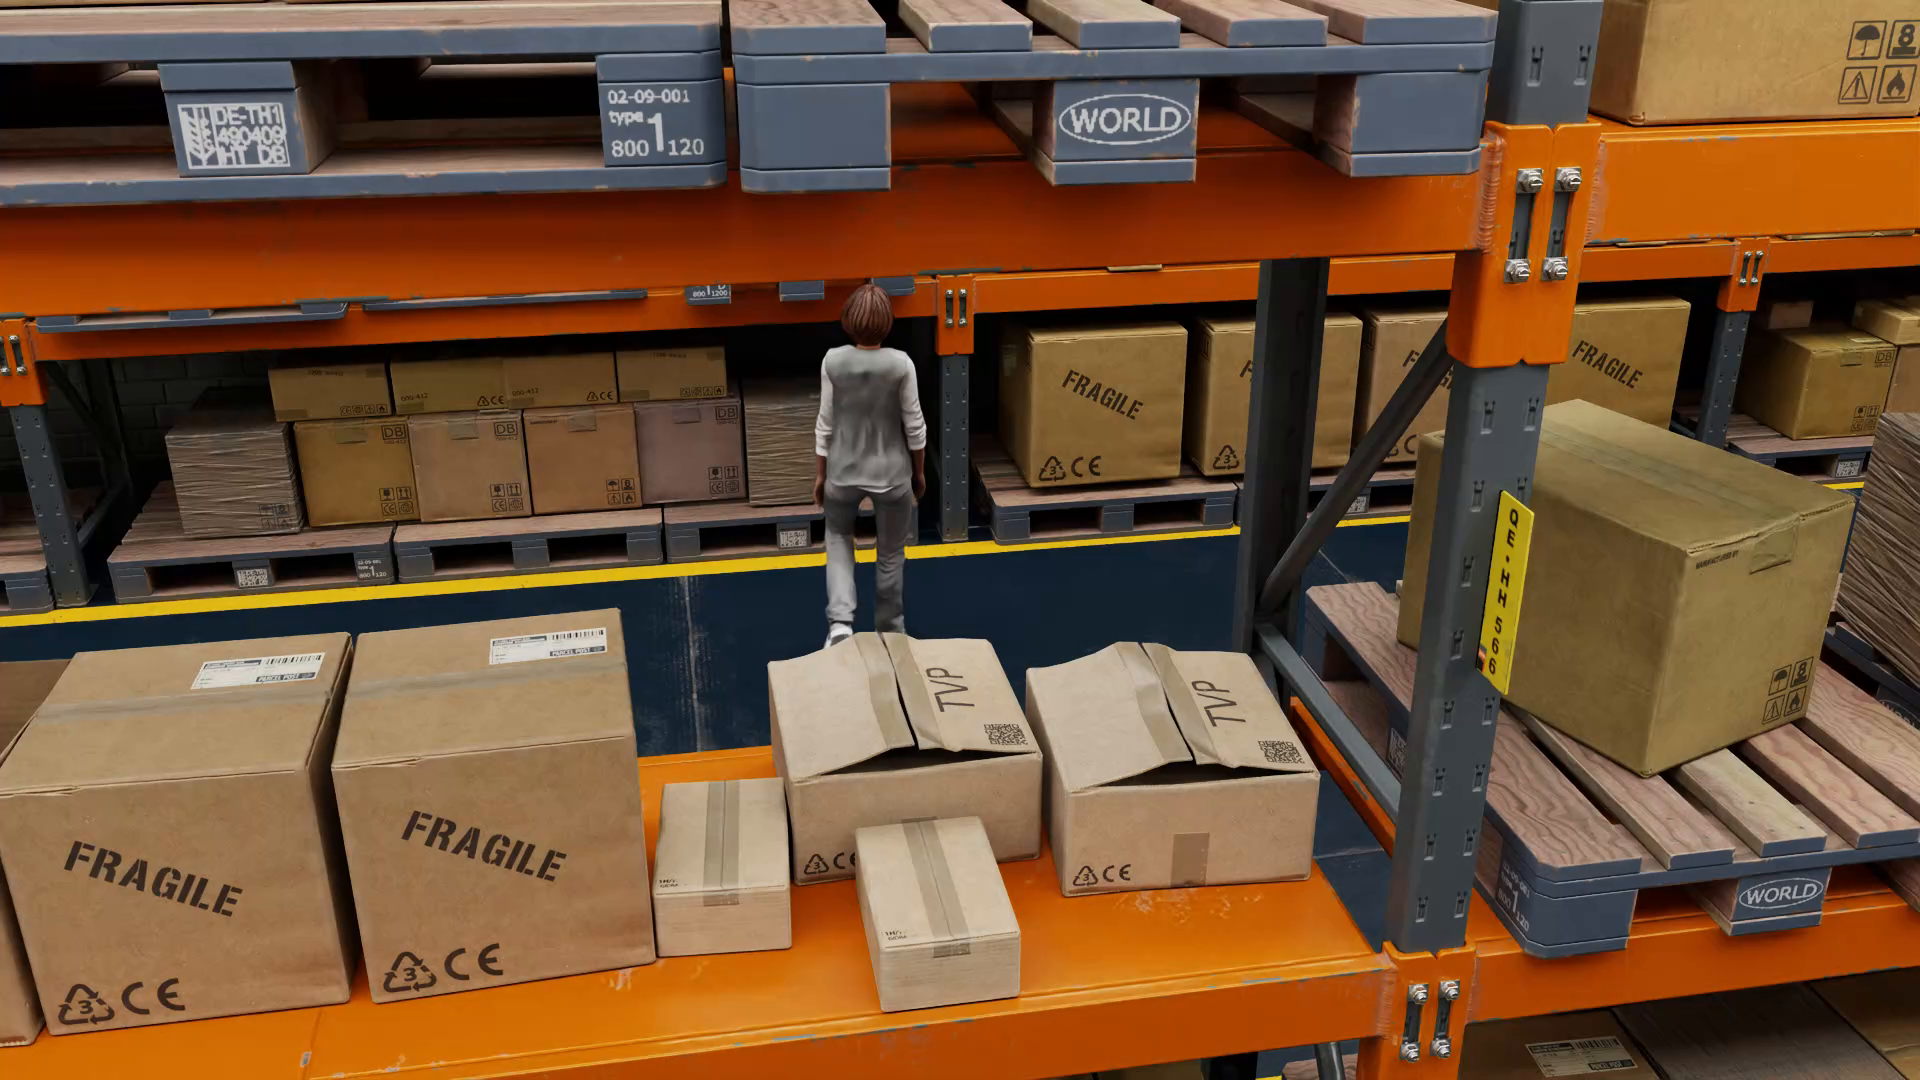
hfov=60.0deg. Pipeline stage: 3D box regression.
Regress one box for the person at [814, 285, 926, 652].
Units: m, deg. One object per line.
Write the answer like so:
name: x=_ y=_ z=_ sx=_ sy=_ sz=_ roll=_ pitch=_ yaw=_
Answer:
person: x=-0.354 y=-0.252 z=6.628 sx=0.452 sy=1.602 sz=0.475 roll=2 pitch=24 yaw=3
